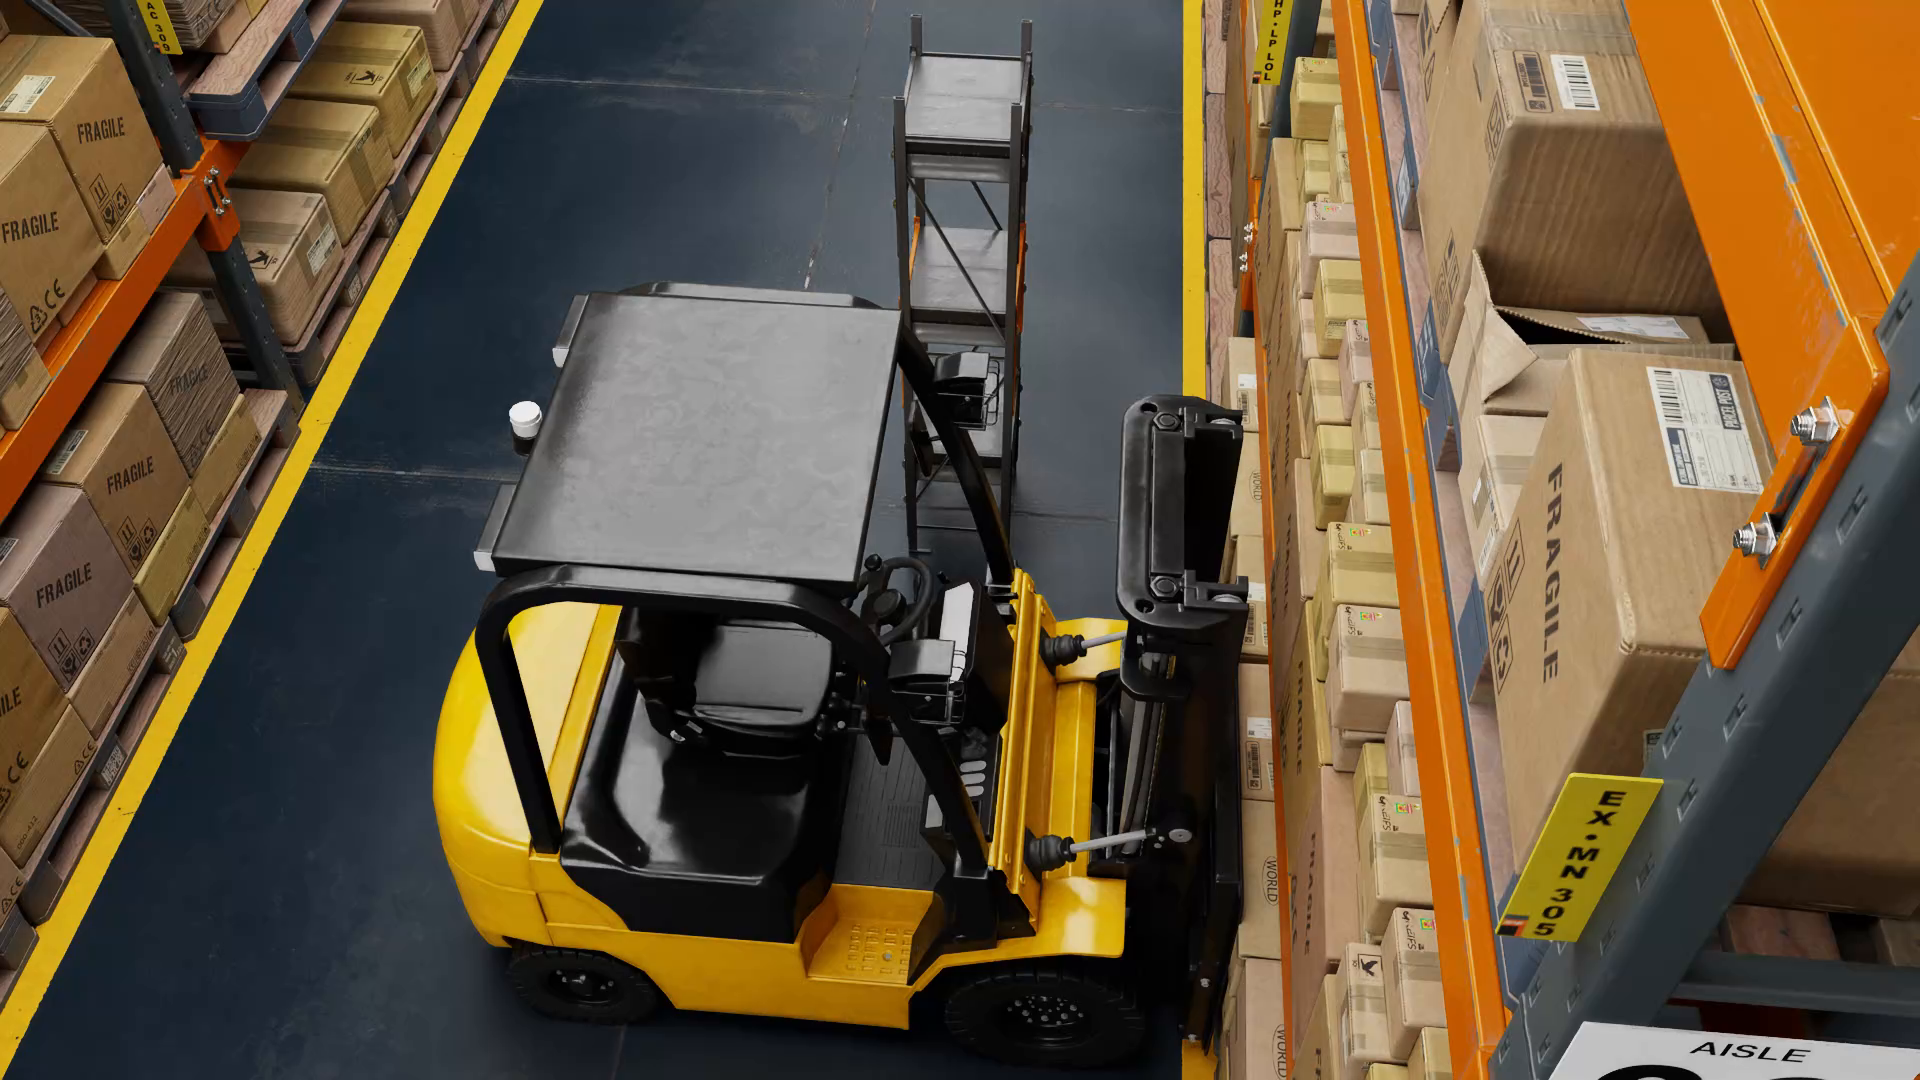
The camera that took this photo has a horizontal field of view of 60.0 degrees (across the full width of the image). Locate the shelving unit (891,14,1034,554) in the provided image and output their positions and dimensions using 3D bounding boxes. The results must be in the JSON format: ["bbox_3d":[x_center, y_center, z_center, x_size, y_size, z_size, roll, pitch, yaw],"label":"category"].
[{"bbox_3d":[0.015,-0.830,6.086,0.431,2.100,0.503,4,48,4],"label":"shelving unit"}]

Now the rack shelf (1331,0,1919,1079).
[{"bbox_3d":[1.395,-0.622,3.608,0.919,0.124,3.809,4,48,4],"label":"rack shelf"}]

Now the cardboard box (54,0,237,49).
[{"bbox_3d":[-3.038,-2.188,6.164,0.500,0.500,0.500,5,48,4],"label":"cardboard box"}]

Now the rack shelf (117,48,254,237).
[{"bbox_3d":[-3.184,-2.814,7.778,1.077,0.370,4.000,4,48,4],"label":"rack shelf"}]

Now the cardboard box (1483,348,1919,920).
[{"bbox_3d":[1.010,0.120,2.154,0.500,0.500,0.500,5,48,5],"label":"cardboard box"}]

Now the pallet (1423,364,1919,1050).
[{"bbox_3d":[1.303,0.183,2.577,1.003,0.211,1.213,4,48,4],"label":"pallet"}]

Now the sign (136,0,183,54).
[{"bbox_3d":[-2.825,-1.848,5.821,0.100,0.325,0.005,4,48,4],"label":"sign"}]

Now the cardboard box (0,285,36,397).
[{"bbox_3d":[-3.242,-0.617,5.012,0.500,0.500,0.500,5,48,5],"label":"cardboard box"}]

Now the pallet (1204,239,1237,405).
[{"bbox_3d":[1.605,-0.859,7.392,1.003,0.211,1.213,4,48,4],"label":"pallet"}]

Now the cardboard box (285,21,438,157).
[{"bbox_3d":[-3.197,-2.267,8.287,0.950,0.372,0.625,5,48,5],"label":"cardboard box"}]

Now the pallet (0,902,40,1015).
[{"bbox_3d":[-3.615,1.643,5.104,1.003,0.211,1.213,4,48,4],"label":"pallet"}]

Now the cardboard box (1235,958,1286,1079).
[{"bbox_3d":[0.985,1.398,4.340,0.500,0.250,0.500,5,48,4],"label":"cardboard box"}]

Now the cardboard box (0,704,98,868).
[{"bbox_3d":[-3.291,0.788,5.575,0.500,0.250,0.500,7,48,6],"label":"cardboard box"}]

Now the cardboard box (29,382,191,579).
[{"bbox_3d":[-3.198,-0.227,5.995,0.500,0.500,0.500,5,48,4],"label":"cardboard box"}]

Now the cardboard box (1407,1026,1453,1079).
[{"bbox_3d":[1.035,1.053,3.045,0.380,0.149,0.250,4,48,4],"label":"cardboard box"}]

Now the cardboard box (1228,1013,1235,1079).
[{"bbox_3d":[1.002,1.555,4.535,0.500,0.250,0.500,3,48,3],"label":"cardboard box"}]

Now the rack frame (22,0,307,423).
[{"bbox_3d":[-3.366,-1.587,6.168,1.000,3.000,0.127,4,48,4],"label":"rack frame"}]

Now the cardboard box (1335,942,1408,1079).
[{"bbox_3d":[0.959,0.968,3.325,0.380,0.149,0.250,5,48,4],"label":"cardboard box"}]

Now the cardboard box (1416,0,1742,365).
[{"bbox_3d":[1.203,-0.625,2.836,0.700,0.500,0.500,4,48,4],"label":"cardboard box"}]

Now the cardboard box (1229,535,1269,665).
[{"bbox_3d":[1.130,0.269,5.372,0.500,0.250,0.500,5,48,5],"label":"cardboard box"}]

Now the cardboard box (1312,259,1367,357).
[{"bbox_3d":[1.182,-0.633,4.588,0.380,0.149,0.250,3,48,3],"label":"cardboard box"}]

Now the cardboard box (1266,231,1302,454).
[{"bbox_3d":[1.246,-0.597,5.195,0.500,0.500,0.500,5,48,4],"label":"cardboard box"}]

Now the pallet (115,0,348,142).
[{"bbox_3d":[-3.152,-2.074,6.744,1.003,0.211,1.213,4,48,4],"label":"pallet"}]

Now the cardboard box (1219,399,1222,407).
[{"bbox_3d":[1.226,-0.303,6.235,0.500,0.250,0.500,4,48,3],"label":"cardboard box"}]

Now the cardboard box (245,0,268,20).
[{"bbox_3d":[-2.970,-2.211,6.626,0.380,0.149,0.250,5,48,4],"label":"cardboard box"}]

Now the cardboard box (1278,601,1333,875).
[{"bbox_3d":[1.099,0.513,4.180,0.500,0.500,0.500,3,48,3],"label":"cardboard box"}]

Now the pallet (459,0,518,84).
[{"bbox_3d":[-3.074,-3.011,9.361,1.003,0.211,1.213,4,48,4],"label":"pallet"}]

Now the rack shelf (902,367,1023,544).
[{"bbox_3d":[0.015,-0.349,6.613,0.431,0.518,0.480,4,48,4],"label":"rack shelf"}]

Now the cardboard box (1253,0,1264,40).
[{"bbox_3d":[1.407,-2.130,6.428,0.500,0.250,0.500,3,48,3],"label":"cardboard box"}]

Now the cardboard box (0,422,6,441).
[{"bbox_3d":[-3.234,-0.312,5.173,0.380,0.149,0.250,3,48,3],"label":"cardboard box"}]

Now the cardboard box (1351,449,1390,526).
[{"bbox_3d":[1.169,-0.074,4.076,0.380,0.149,0.250,4,48,4],"label":"cardboard box"}]

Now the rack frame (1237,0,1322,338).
[{"bbox_3d":[1.577,-1.256,5.866,1.000,3.000,0.127,4,48,4],"label":"rack frame"}]

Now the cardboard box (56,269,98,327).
[{"bbox_3d":[-3.209,-0.875,5.688,0.380,0.149,0.250,4,48,4],"label":"cardboard box"}]

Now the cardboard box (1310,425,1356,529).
[{"bbox_3d":[1.125,-0.157,4.353,0.380,0.149,0.250,3,48,3],"label":"cardboard box"}]

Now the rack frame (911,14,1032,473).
[{"bbox_3d":[0.037,-1.010,6.250,0.400,2.100,0.015,4,48,4],"label":"rack frame"}]

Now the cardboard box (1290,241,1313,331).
[{"bbox_3d":[1.172,-0.732,4.879,0.380,0.149,0.250,5,48,4],"label":"cardboard box"}]

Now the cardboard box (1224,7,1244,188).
[{"bbox_3d":[1.758,-2.102,7.965,0.875,0.625,0.625,2,48,2],"label":"cardboard box"}]

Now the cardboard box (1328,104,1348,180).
[{"bbox_3d":[1.336,-1.195,5.101,0.380,0.149,0.250,5,48,4],"label":"cardboard box"}]

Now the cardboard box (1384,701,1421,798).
[{"bbox_3d":[1.120,0.498,3.553,0.380,0.149,0.250,4,48,4],"label":"cardboard box"}]

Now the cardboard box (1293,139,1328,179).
[{"bbox_3d":[1.286,-1.292,5.391,0.380,0.149,0.250,3,48,3],"label":"cardboard box"}]

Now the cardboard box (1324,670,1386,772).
[{"bbox_3d":[1.055,0.400,3.844,0.380,0.149,0.250,2,48,2],"label":"cardboard box"}]

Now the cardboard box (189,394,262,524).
[{"bbox_3d":[-3.153,-0.348,6.614,0.500,0.250,0.500,6,48,5],"label":"cardboard box"}]
